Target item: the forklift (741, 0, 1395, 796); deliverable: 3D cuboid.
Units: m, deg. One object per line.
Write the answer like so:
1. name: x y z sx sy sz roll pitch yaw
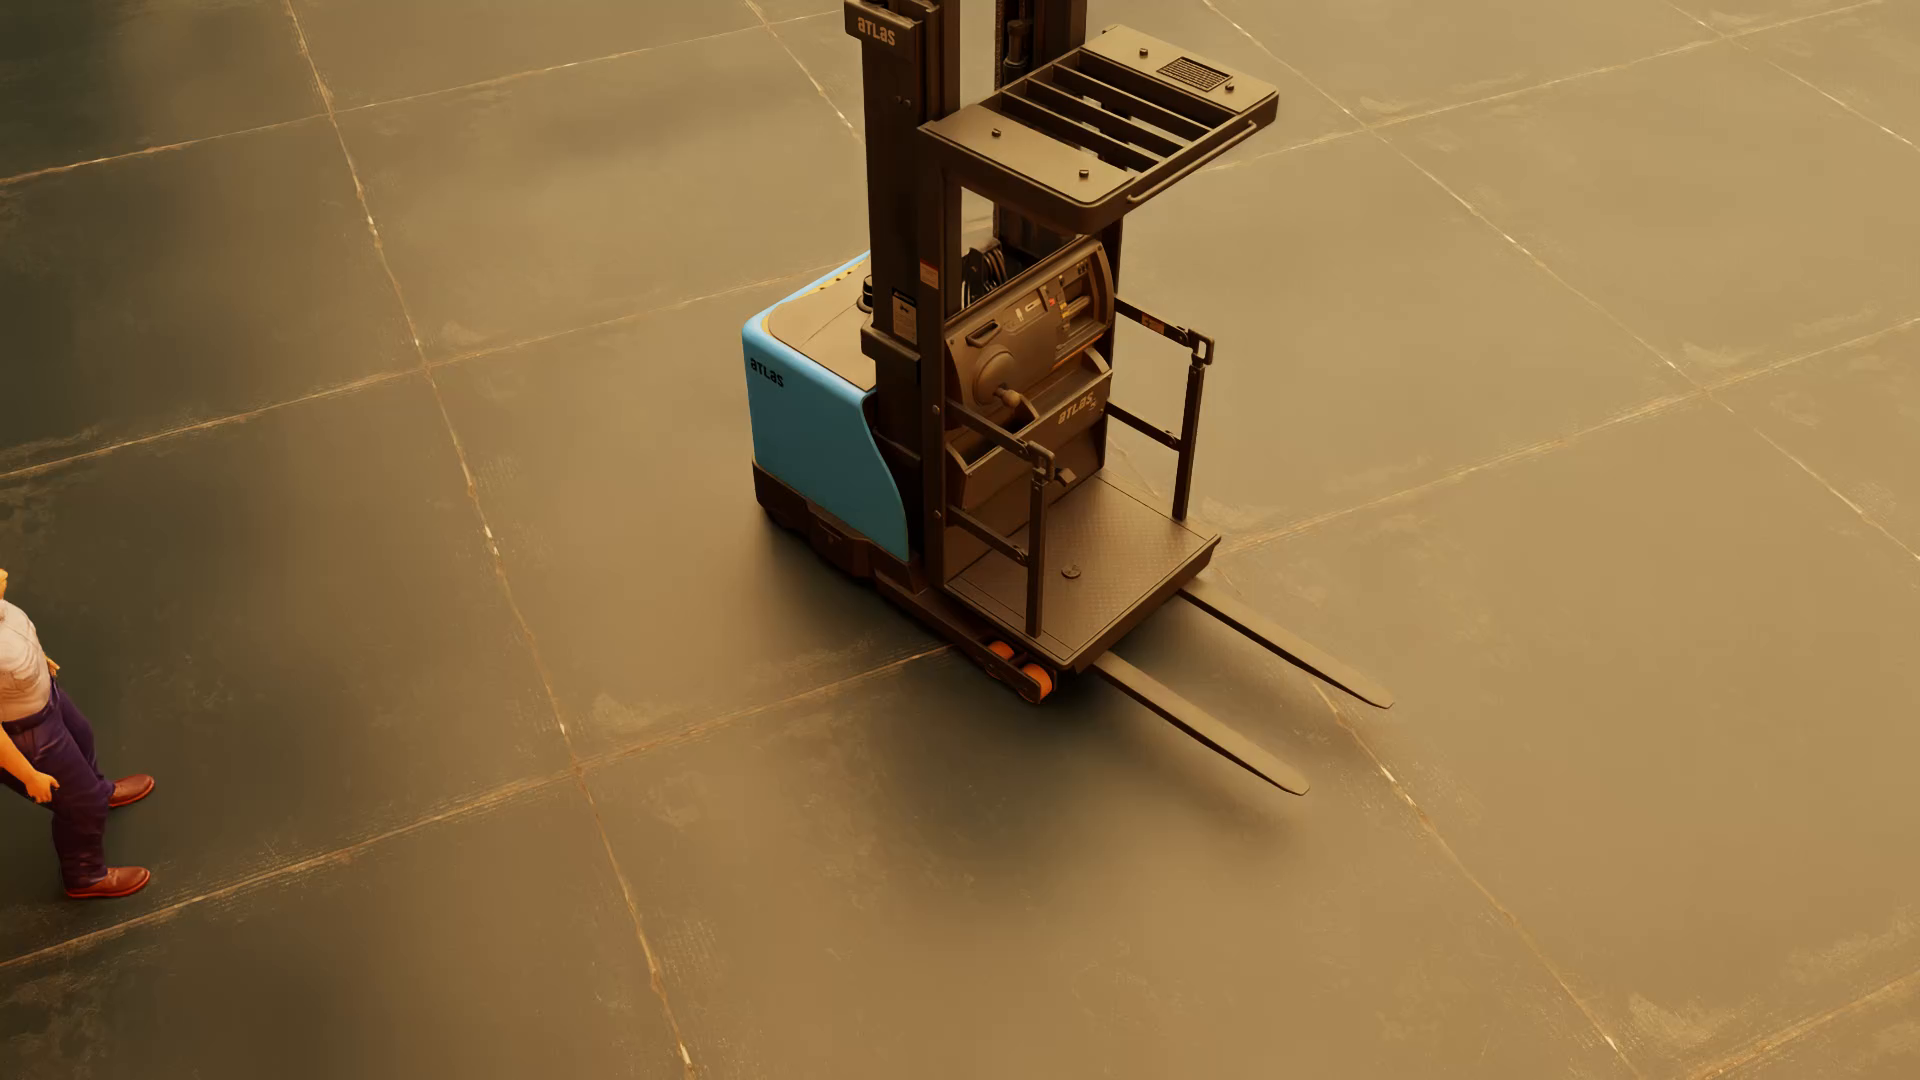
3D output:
1. forklift: 0.445 -0.788 6.525 3.031 2.935 1.130 32 52 30

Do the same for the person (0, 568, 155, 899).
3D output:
1. person: -3.324 0.629 5.959 0.403 1.637 0.685 -19 46 -19
